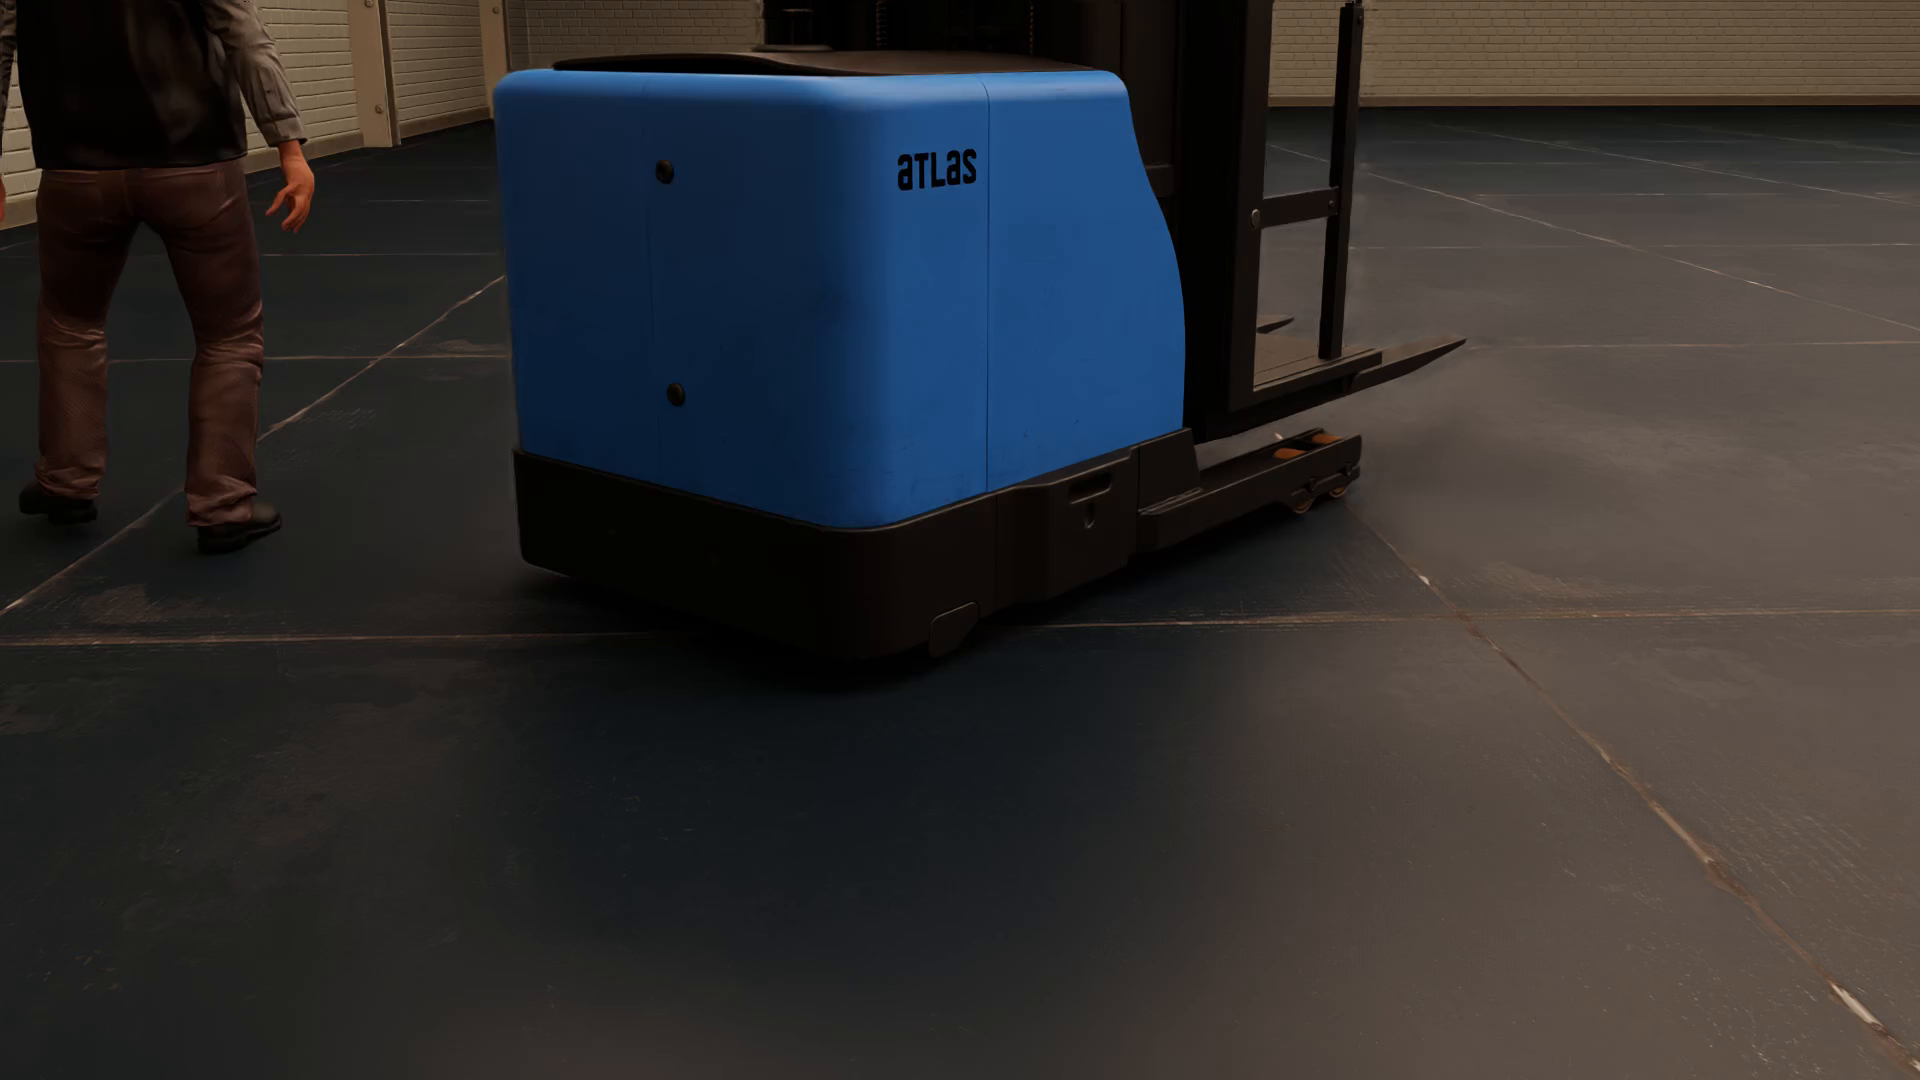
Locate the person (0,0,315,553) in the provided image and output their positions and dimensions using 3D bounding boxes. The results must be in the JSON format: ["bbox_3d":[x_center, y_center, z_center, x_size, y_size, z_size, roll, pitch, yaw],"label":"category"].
[{"bbox_3d":[-1.857,-0.822,3.734,0.841,1.690,0.408,-1,17,-4],"label":"person"}]

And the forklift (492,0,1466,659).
[{"bbox_3d":[0.380,-1.546,3.962,1.130,2.935,3.031,13,22,37],"label":"forklift"}]
